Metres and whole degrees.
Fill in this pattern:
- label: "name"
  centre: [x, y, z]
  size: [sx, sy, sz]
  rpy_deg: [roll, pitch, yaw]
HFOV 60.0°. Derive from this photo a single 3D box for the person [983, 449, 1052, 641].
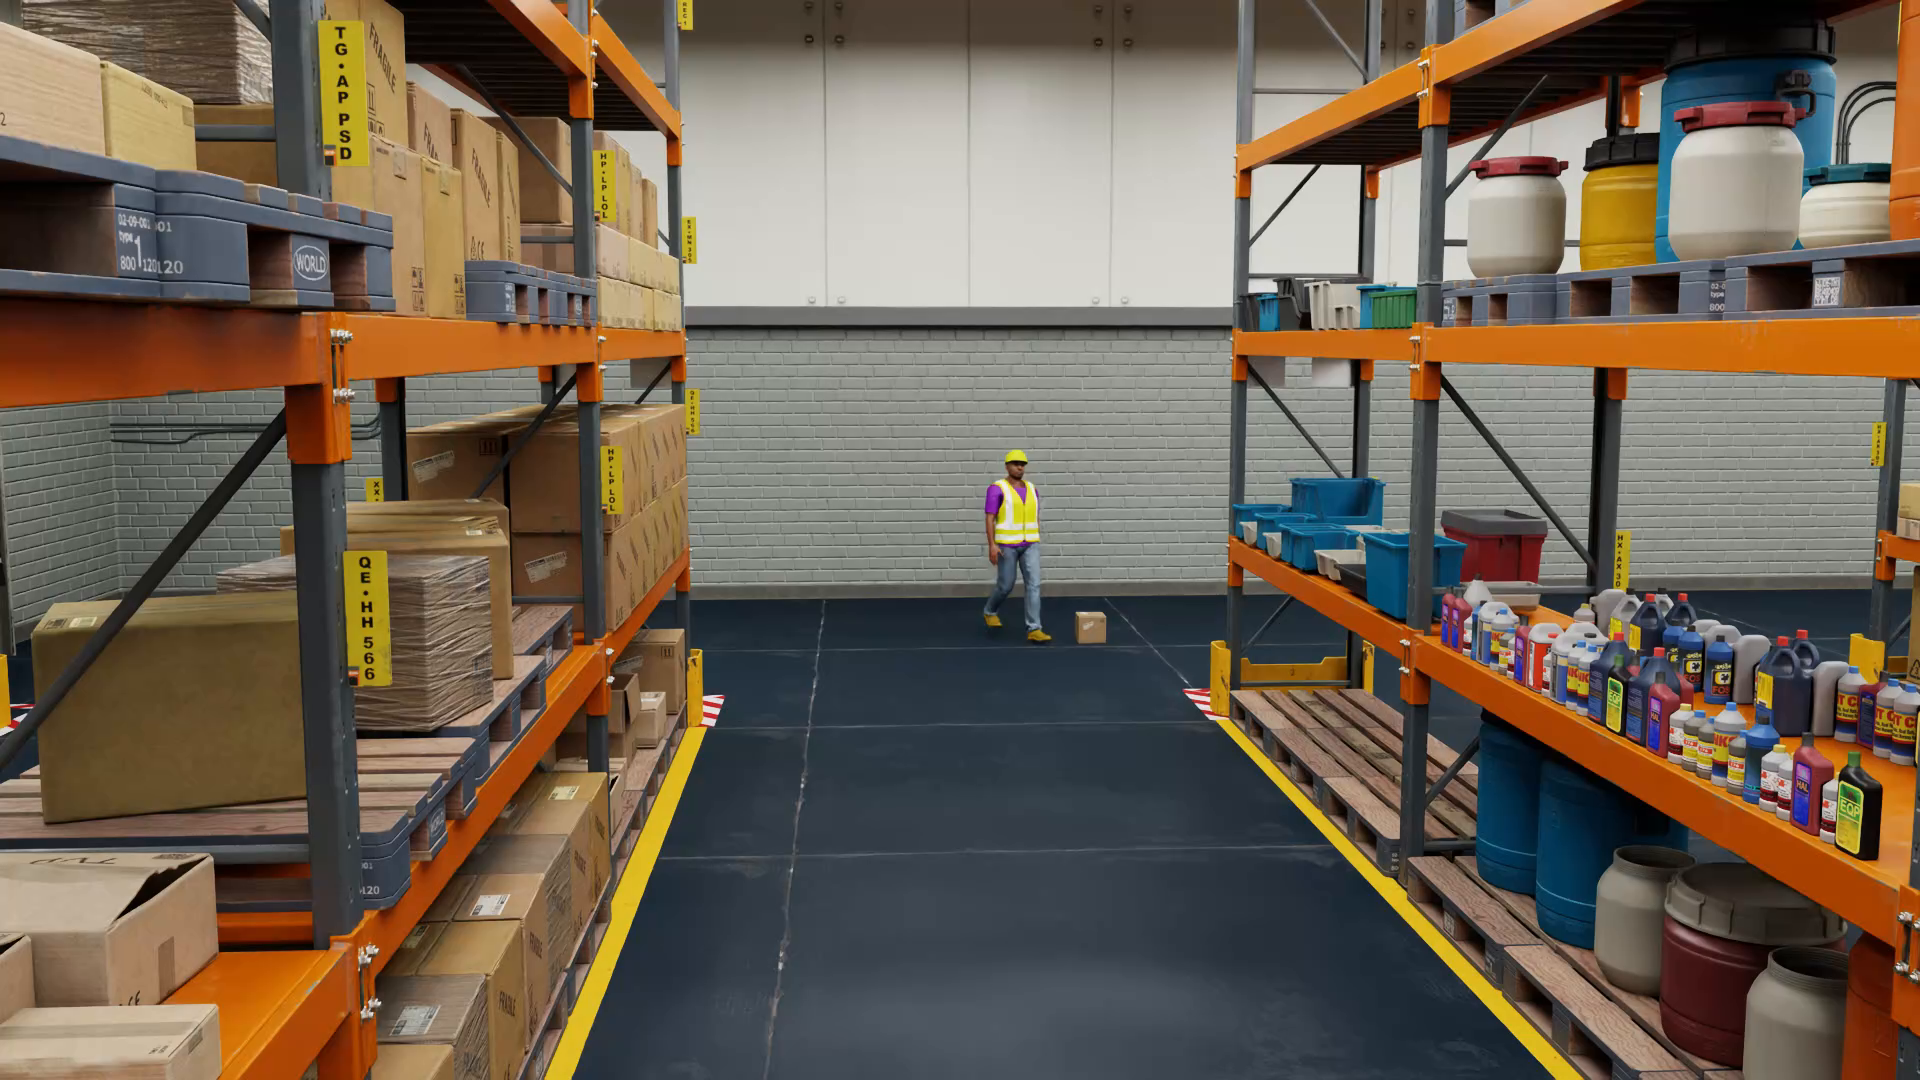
- label: "person"
  centre: [0.518, 0.042, 15.295]
  size: [0.581, 1.742, 0.897]
  rpy_deg: [-3, 7, -24]
